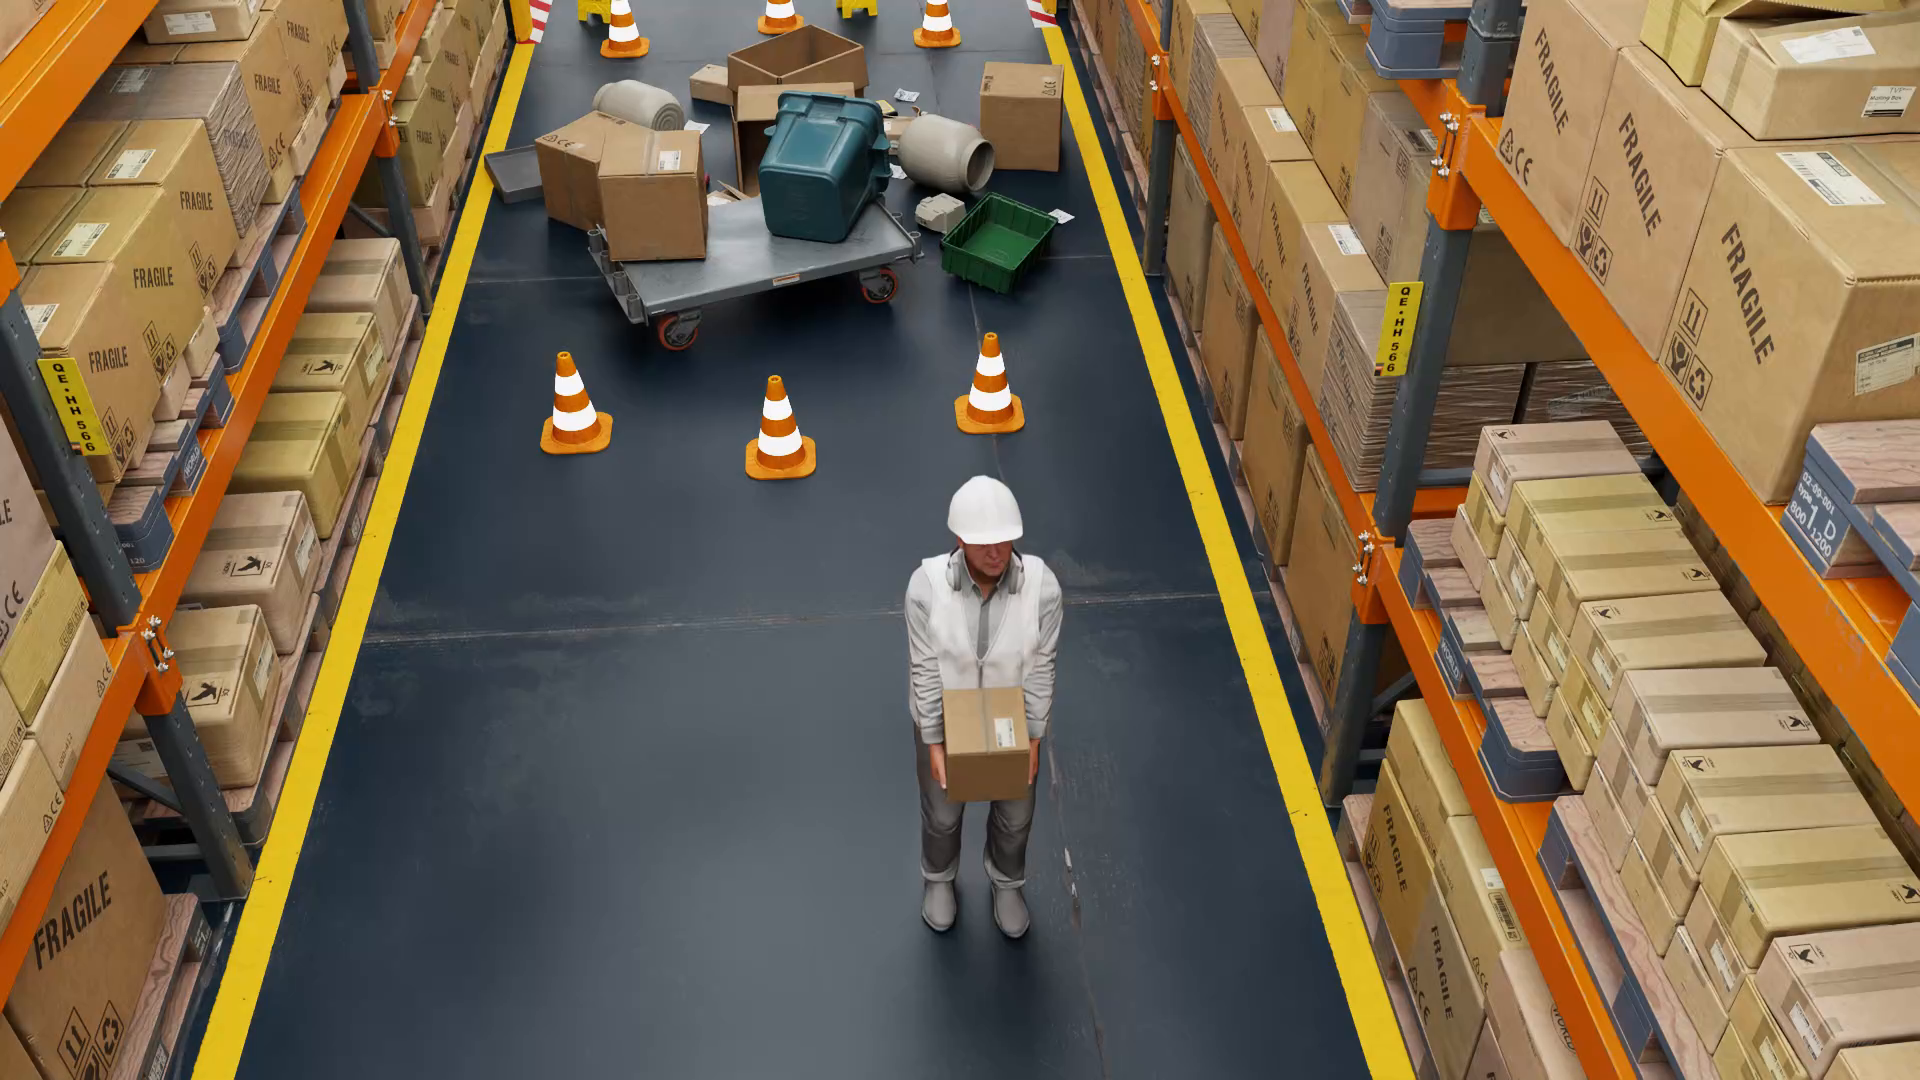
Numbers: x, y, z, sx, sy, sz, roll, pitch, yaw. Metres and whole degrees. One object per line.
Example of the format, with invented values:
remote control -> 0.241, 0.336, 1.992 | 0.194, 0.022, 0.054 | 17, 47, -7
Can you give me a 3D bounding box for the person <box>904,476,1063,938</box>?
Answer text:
person -> 0.082, 0.624, 5.366 | 0.494, 1.762, 0.562 | -3, 39, -3
